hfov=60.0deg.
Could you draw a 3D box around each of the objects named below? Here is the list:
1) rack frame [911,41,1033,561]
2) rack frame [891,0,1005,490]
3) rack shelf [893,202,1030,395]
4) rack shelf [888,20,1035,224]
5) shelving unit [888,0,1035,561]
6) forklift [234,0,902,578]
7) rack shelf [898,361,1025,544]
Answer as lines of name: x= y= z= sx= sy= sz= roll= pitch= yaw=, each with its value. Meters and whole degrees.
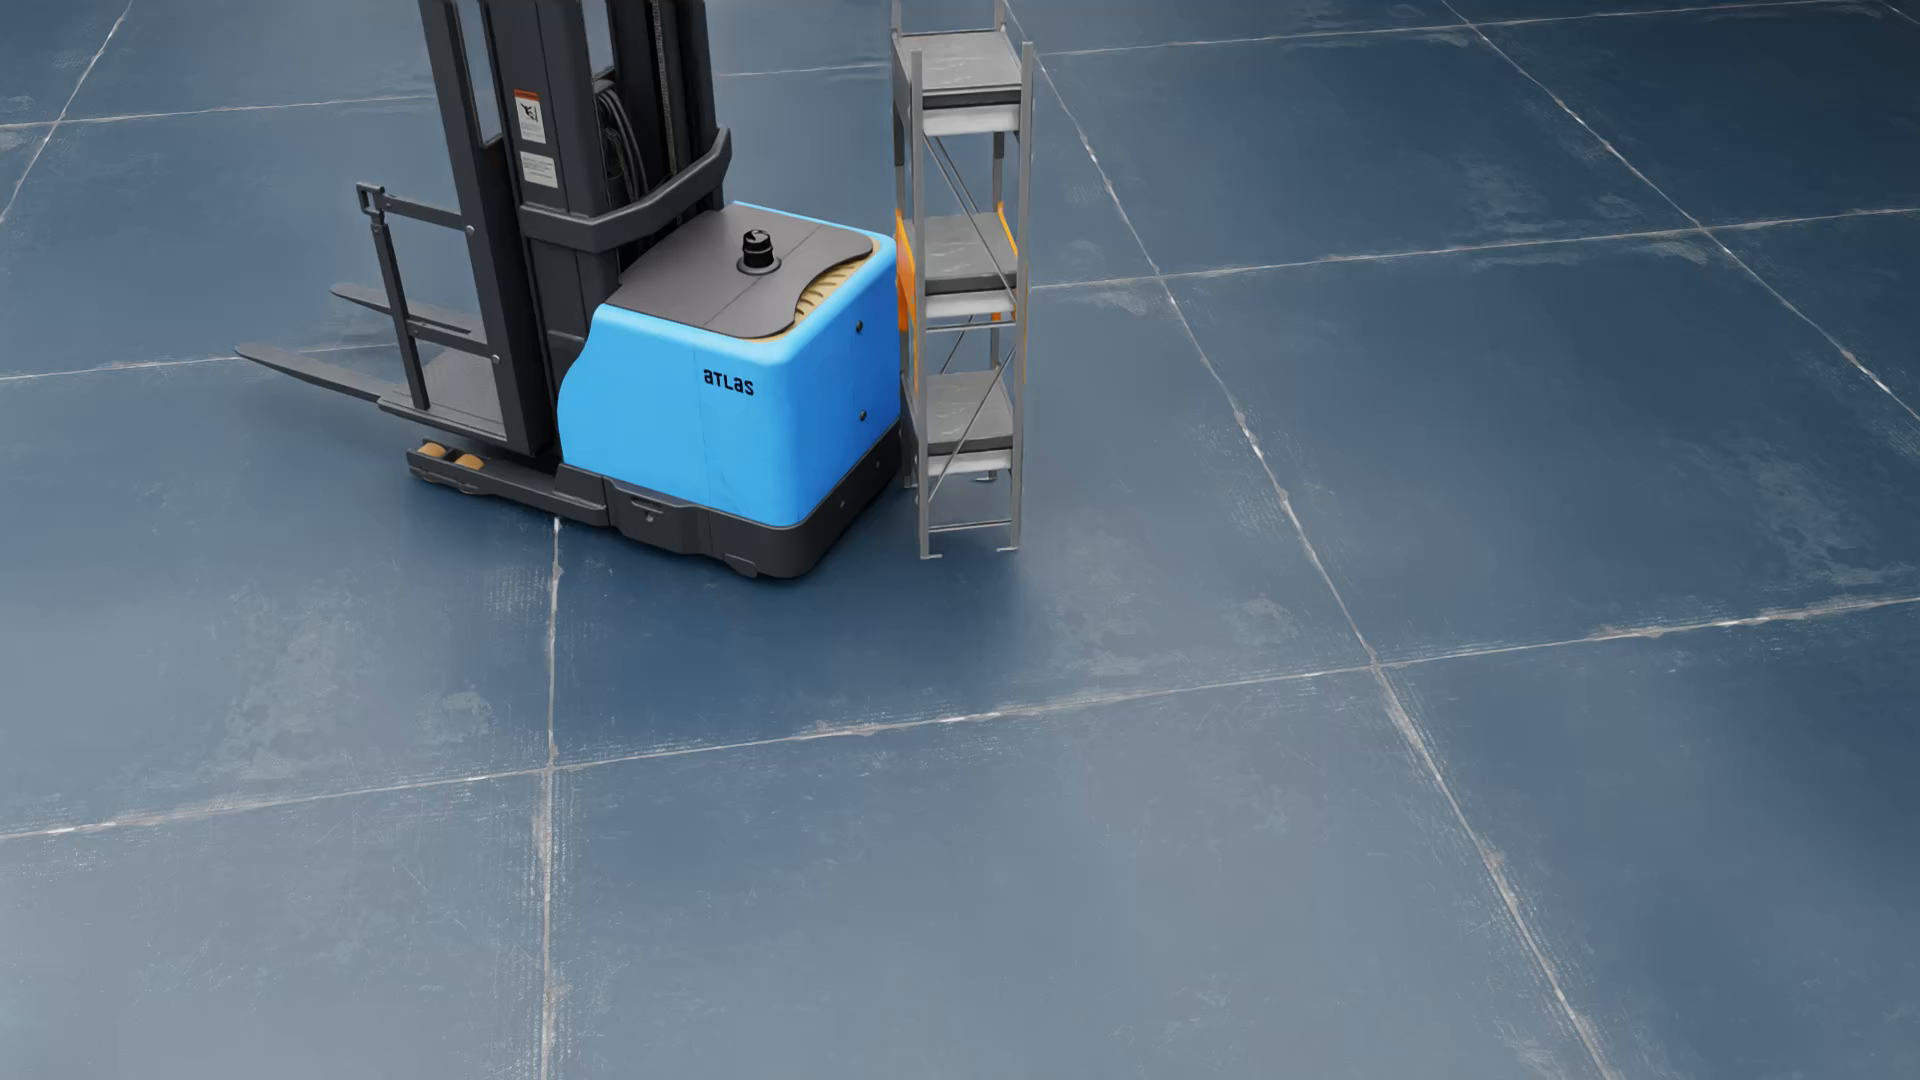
rack frame: x=0.039 y=-0.771 z=6.031 sx=0.400 sy=2.100 sz=0.015 roll=-6 pitch=38 yaw=-7
rack frame: x=-0.041 y=-1.066 z=6.411 sx=0.400 sy=2.100 sz=0.015 roll=-6 pitch=38 yaw=-7
rack shelf: x=-0.001 y=-0.908 z=6.229 sx=0.431 sy=0.518 sz=0.480 roll=-6 pitch=38 yaw=-7
rack shelf: x=-0.001 y=-1.461 z=5.800 sx=0.431 sy=0.518 sz=0.480 roll=-6 pitch=38 yaw=-7
shelving unit: x=-0.001 y=-0.919 z=6.221 sx=0.431 sy=2.100 sz=0.503 roll=-6 pitch=38 yaw=-7
forklift: x=-1.767 y=-1.623 z=6.450 sx=3.031 sy=2.935 sz=1.130 roll=16 pitch=41 yaw=20
rack shelf: x=-0.001 y=-0.355 z=6.659 sx=0.431 sy=0.518 sz=0.480 roll=-6 pitch=38 yaw=-7
